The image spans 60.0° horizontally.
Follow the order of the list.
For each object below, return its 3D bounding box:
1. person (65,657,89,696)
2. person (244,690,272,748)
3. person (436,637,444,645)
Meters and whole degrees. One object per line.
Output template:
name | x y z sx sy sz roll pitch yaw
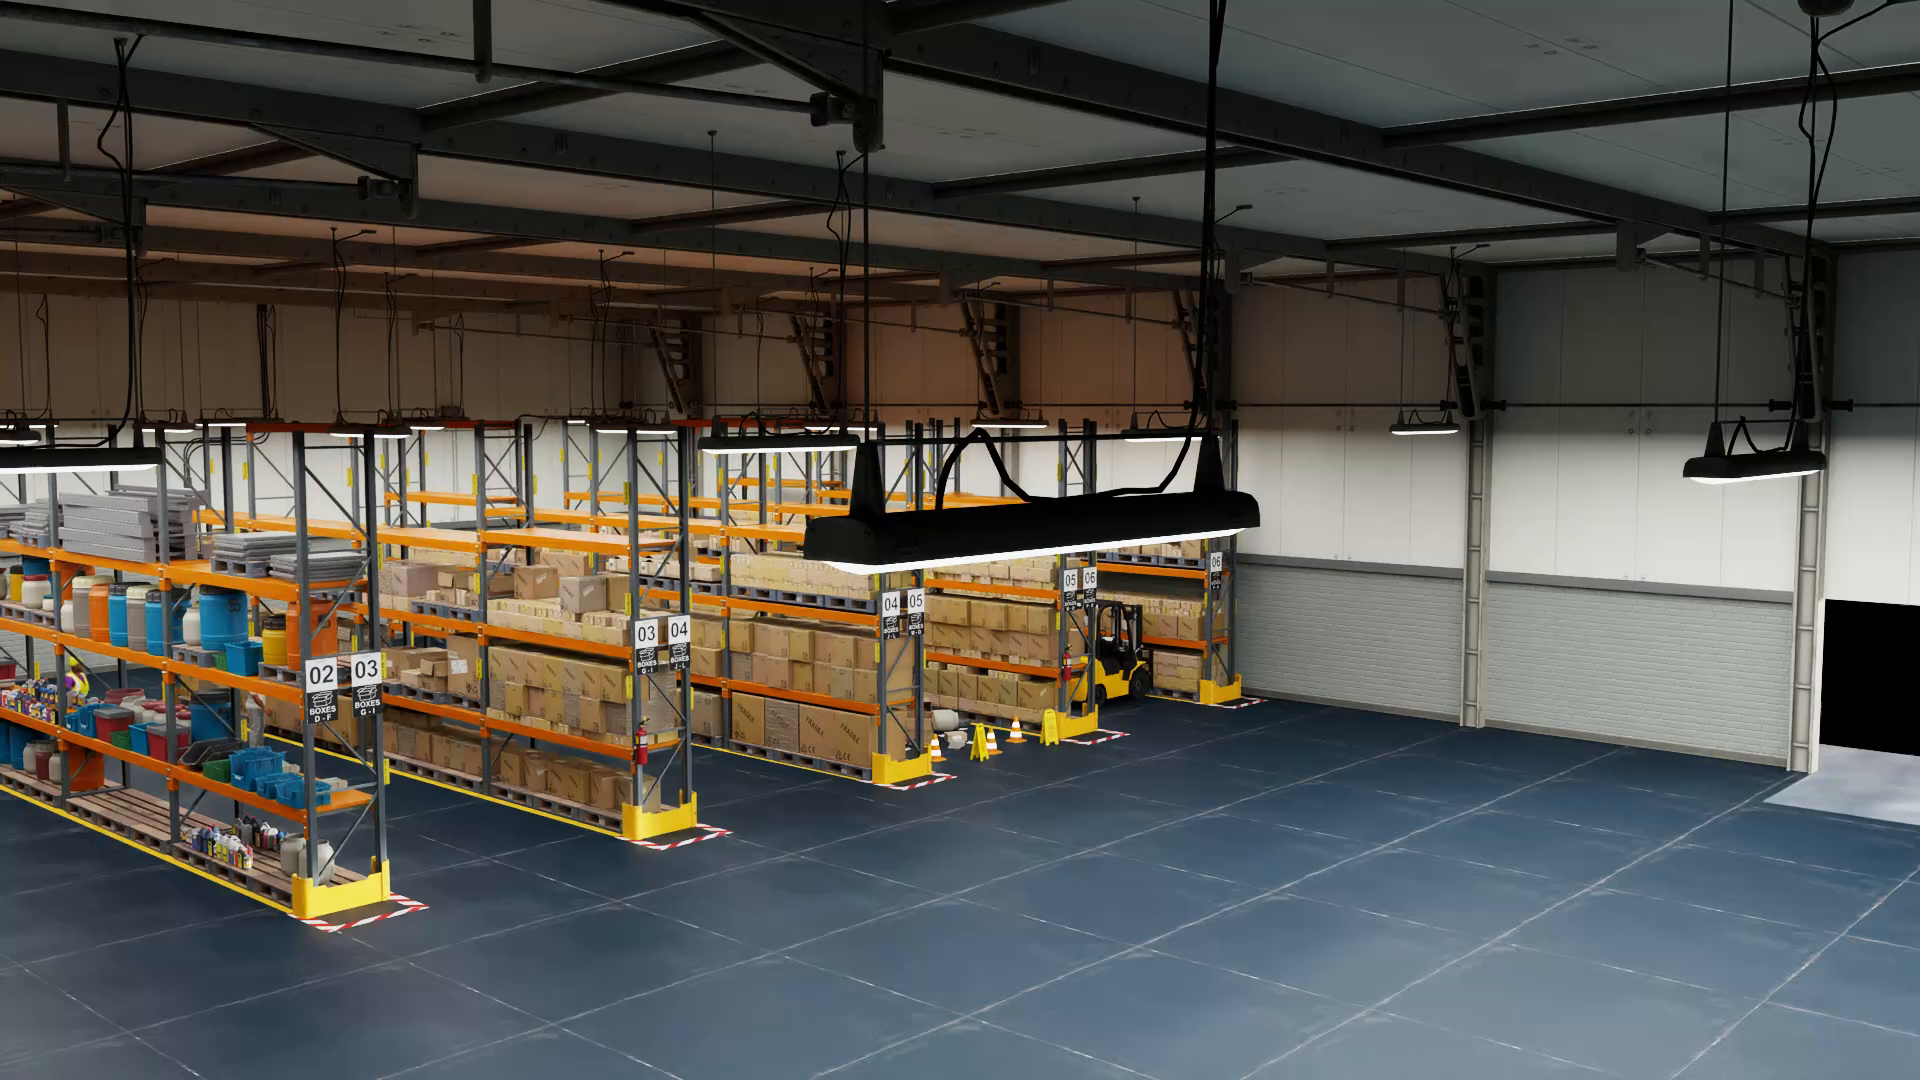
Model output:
person | -16.030 2.999 30.205 0.992 1.730 0.510 3 5 31
person | -12.566 3.033 29.768 0.609 1.794 0.657 0 5 -6
person | -13.639 1.941 43.674 0.522 1.616 0.931 -4 6 -38
